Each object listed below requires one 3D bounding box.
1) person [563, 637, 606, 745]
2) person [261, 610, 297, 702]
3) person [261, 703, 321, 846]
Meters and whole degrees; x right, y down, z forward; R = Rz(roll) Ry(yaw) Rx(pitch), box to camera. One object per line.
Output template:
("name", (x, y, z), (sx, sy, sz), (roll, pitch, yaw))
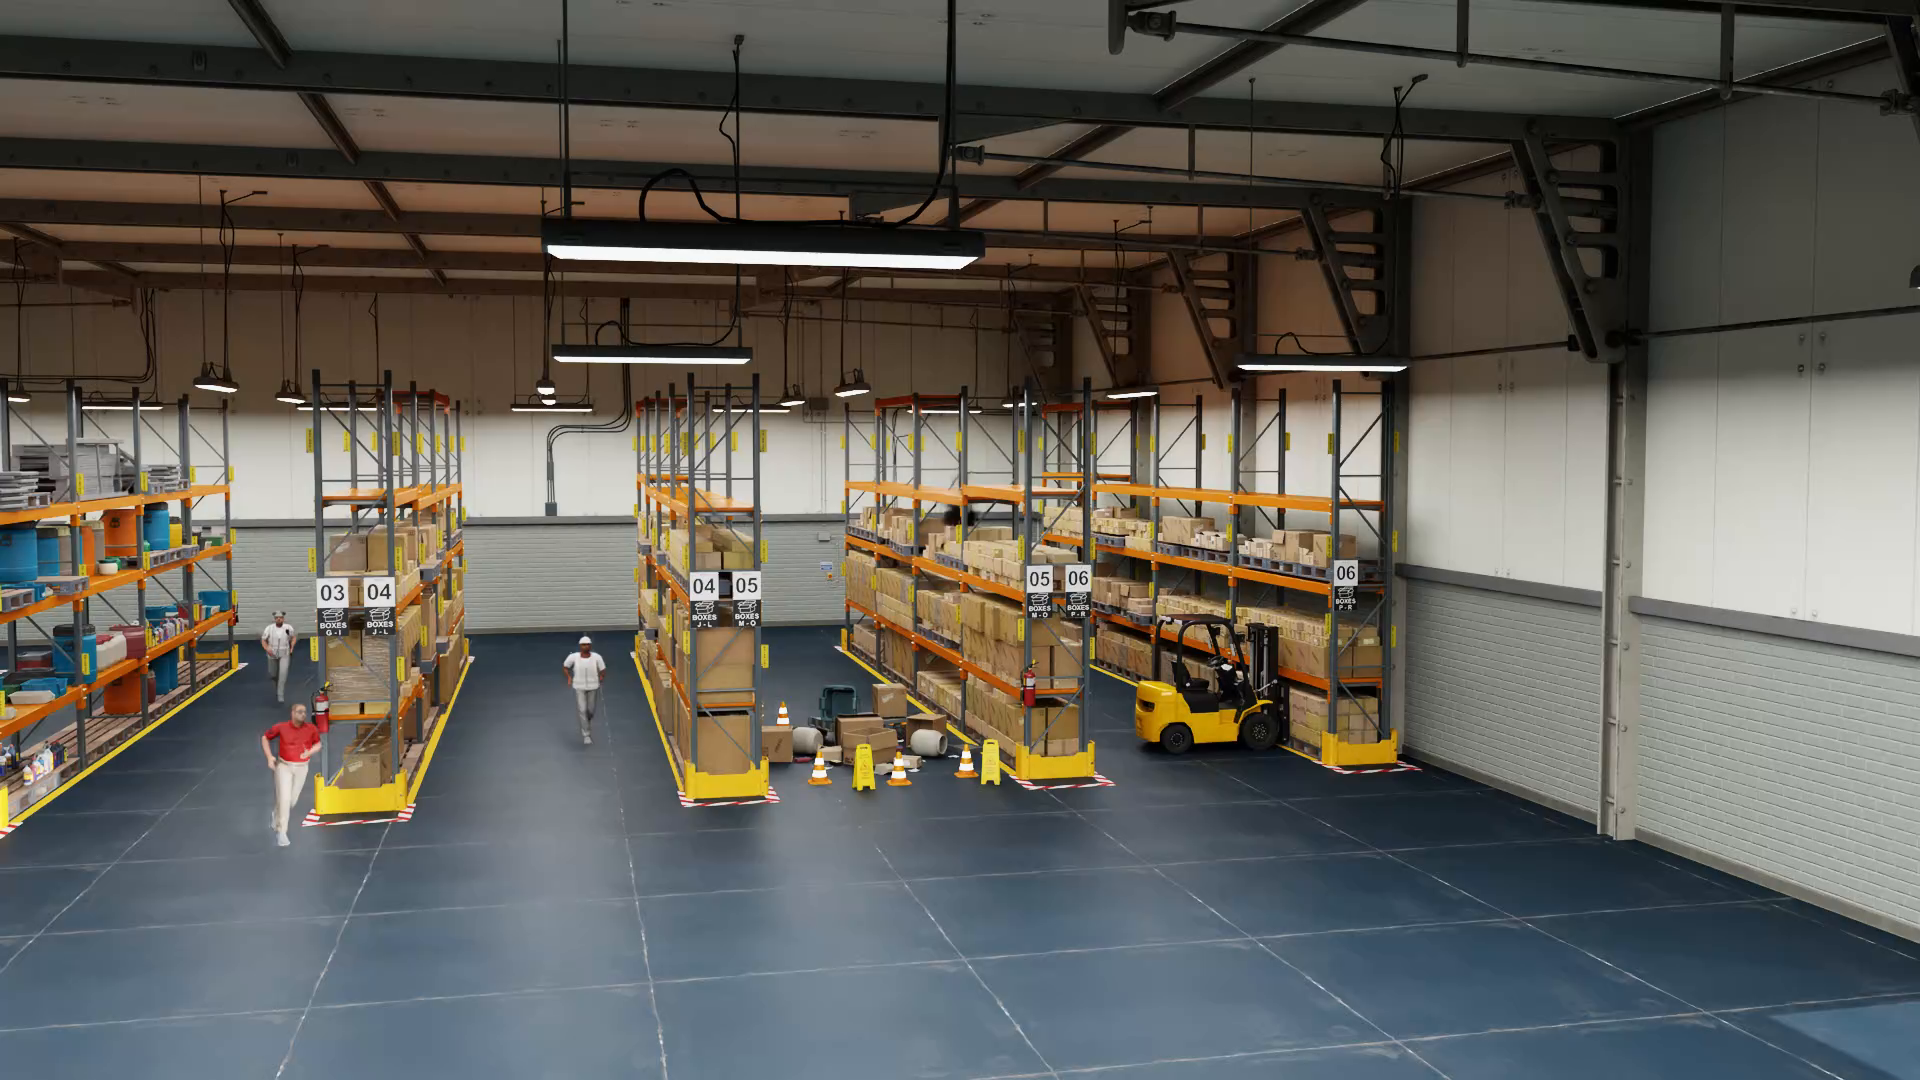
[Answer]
("person", (-6.316, 2.508, 28.046), (0.700, 1.769, 0.935), (-1, 4, -21))
("person", (-13.382, 2.266, 32.684), (0.643, 1.782, 1.008), (-1, 3, -15))
("person", (-8.498, 2.934, 21.205), (0.696, 1.708, 0.945), (-3, 4, -40))
